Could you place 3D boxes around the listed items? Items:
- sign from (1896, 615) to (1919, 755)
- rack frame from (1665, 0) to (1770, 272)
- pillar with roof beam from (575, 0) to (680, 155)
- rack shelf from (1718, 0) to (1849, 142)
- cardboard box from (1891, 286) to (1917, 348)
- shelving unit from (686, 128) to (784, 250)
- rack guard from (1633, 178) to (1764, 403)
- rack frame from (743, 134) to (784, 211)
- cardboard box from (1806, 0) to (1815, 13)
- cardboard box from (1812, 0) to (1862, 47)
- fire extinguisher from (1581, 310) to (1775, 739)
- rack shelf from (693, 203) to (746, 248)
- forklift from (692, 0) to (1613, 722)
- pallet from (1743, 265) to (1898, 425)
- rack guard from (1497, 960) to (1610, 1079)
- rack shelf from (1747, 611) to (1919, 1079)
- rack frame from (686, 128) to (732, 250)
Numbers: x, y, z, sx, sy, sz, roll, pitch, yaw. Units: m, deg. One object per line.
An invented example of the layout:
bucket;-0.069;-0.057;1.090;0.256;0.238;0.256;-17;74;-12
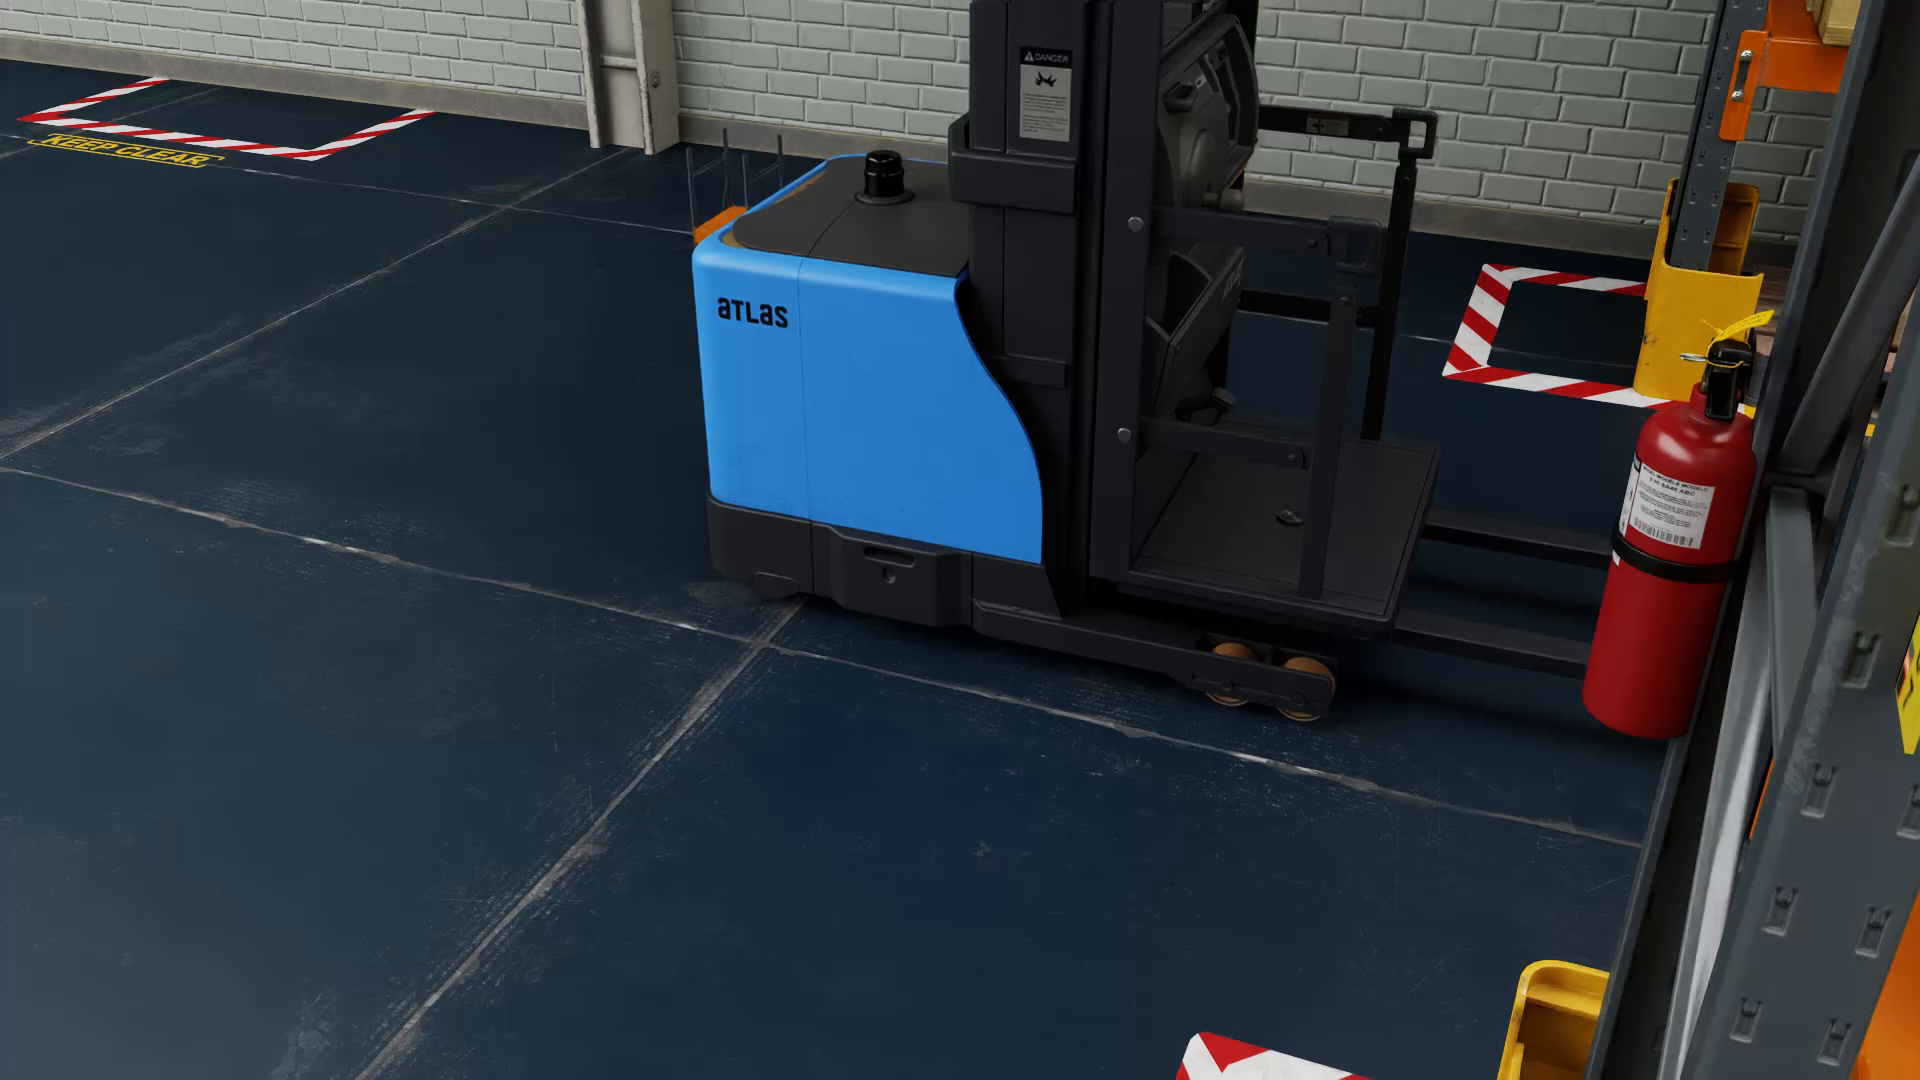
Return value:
sign;0.747;0.002;1.237;0.005;0.325;0.100;11;31;19
rack frame;2.821;-2.098;5.913;0.127;3.000;1.000;11;31;19
pillar with roof beam;-3.384;-4.121;3.397;0.400;9.000;9.100;11;31;19
rack shelf;4.674;-1.415;5.435;4.000;0.370;1.077;11;31;19
cardboard box;3.428;-0.950;6.167;0.500;0.311;0.500;8;30;13
shelving unit;-0.662;-0.648;5.177;0.189;1.200;0.258;11;31;18
rack guard;2.891;-0.996;6.503;0.348;0.500;1.175;11;31;19
rack frame;-0.577;-0.632;5.149;0.006;1.200;0.240;11;31;18
cardboard box;3.327;-2.043;5.948;0.500;0.250;0.500;12;32;20
cardboard box;3.154;-1.806;5.529;0.500;0.250;0.500;10;31;18
fire extinguisher;1.027;-0.038;2.348;0.183;0.674;0.296;11;31;19
rack shelf;-0.662;-0.923;5.022;0.180;0.103;0.258;11;31;18
forklift;0.826;-1.093;4.204;3.031;2.935;1.130;11;31;18
pallet;3.631;-0.703;6.280;1.213;0.211;1.003;11;31;19
rack guard;0.939;1.245;2.539;0.348;0.500;1.175;11;31;19
rack shelf;2.815;0.845;1.438;4.000;0.370;1.077;11;31;19
rack frame;-0.747;-0.664;5.206;0.006;1.200;0.240;11;31;18
